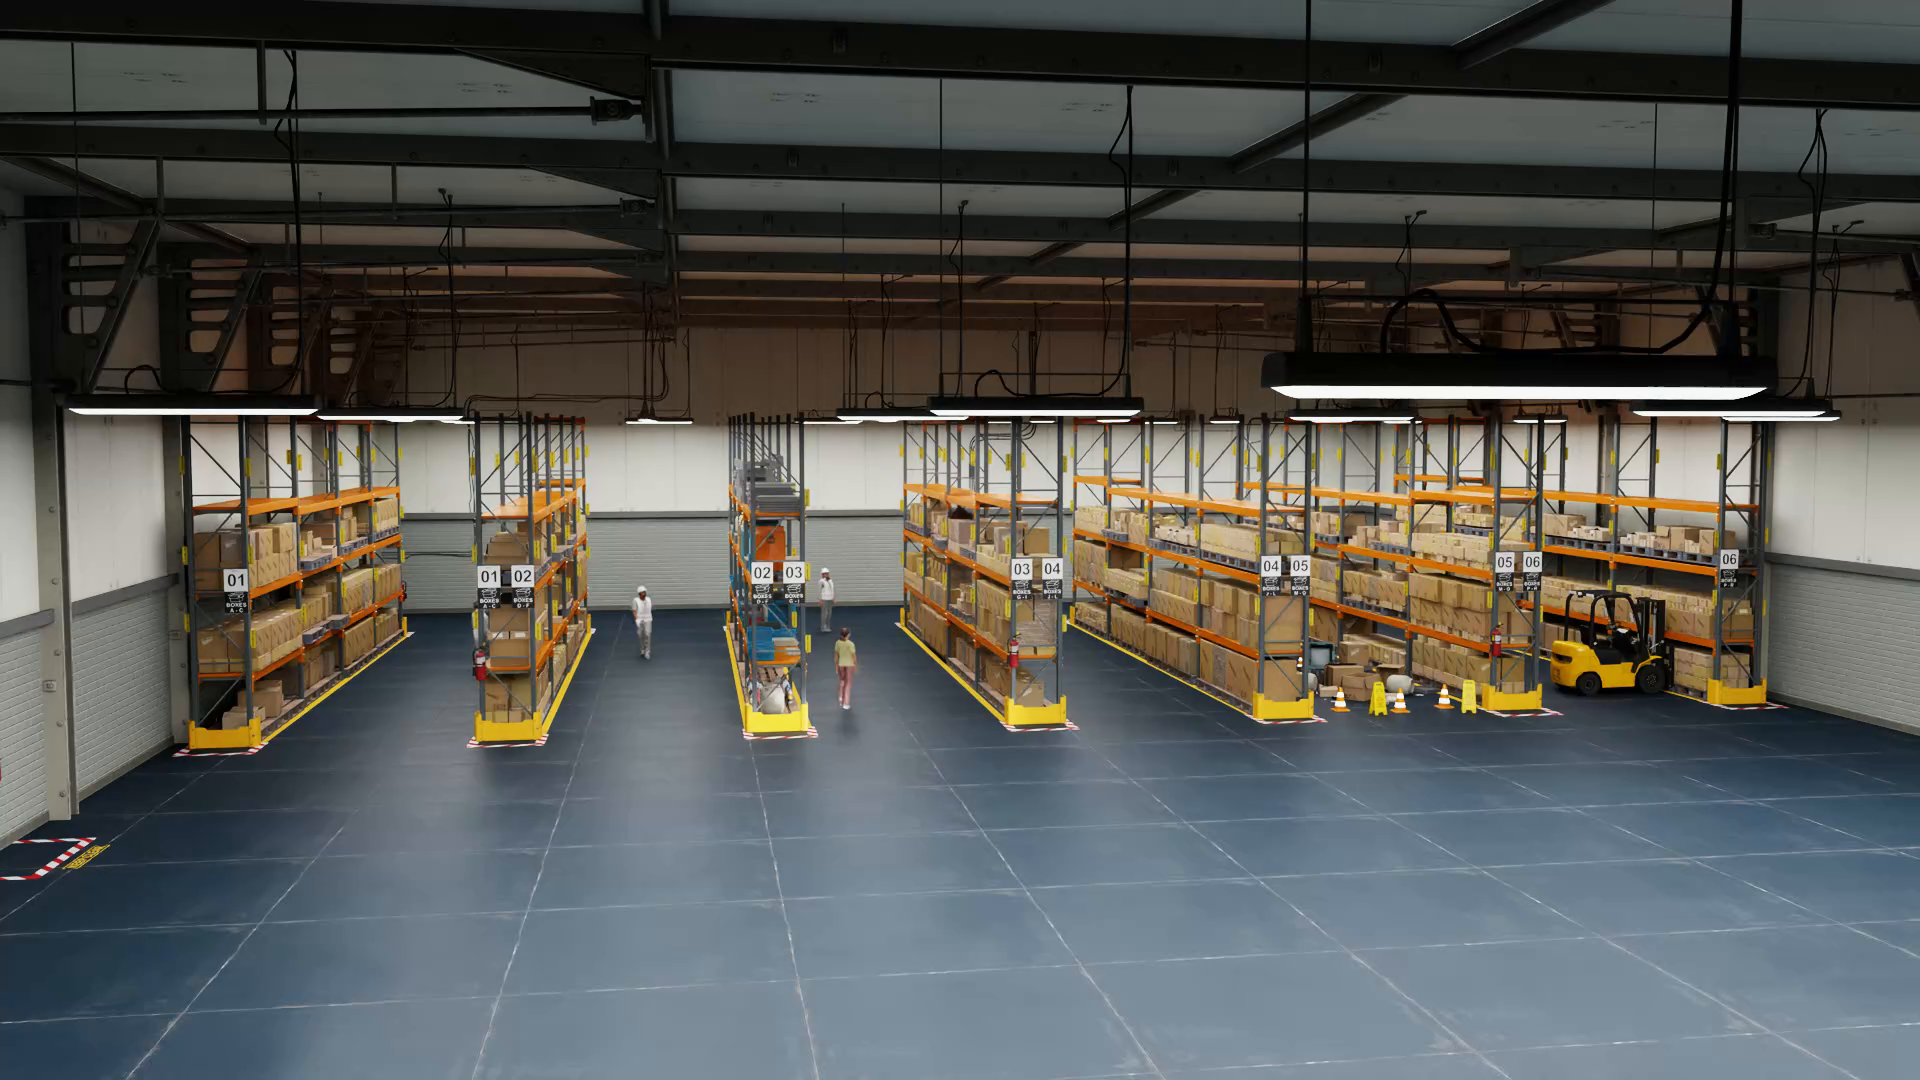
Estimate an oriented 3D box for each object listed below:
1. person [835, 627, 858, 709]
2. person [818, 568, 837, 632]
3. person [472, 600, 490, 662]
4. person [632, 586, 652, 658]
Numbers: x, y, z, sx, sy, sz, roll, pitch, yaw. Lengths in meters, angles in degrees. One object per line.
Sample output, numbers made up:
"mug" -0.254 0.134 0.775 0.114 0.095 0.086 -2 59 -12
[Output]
"person" -2.288 2.590 33.703 0.465 1.676 0.458 1 4 20
"person" -3.708 1.695 46.547 0.431 1.824 0.551 2 4 22
"person" -11.287 2.233 39.226 0.361 1.719 0.542 3 5 33
"person" -7.887 2.017 41.219 0.483 1.729 0.975 0 4 -3
